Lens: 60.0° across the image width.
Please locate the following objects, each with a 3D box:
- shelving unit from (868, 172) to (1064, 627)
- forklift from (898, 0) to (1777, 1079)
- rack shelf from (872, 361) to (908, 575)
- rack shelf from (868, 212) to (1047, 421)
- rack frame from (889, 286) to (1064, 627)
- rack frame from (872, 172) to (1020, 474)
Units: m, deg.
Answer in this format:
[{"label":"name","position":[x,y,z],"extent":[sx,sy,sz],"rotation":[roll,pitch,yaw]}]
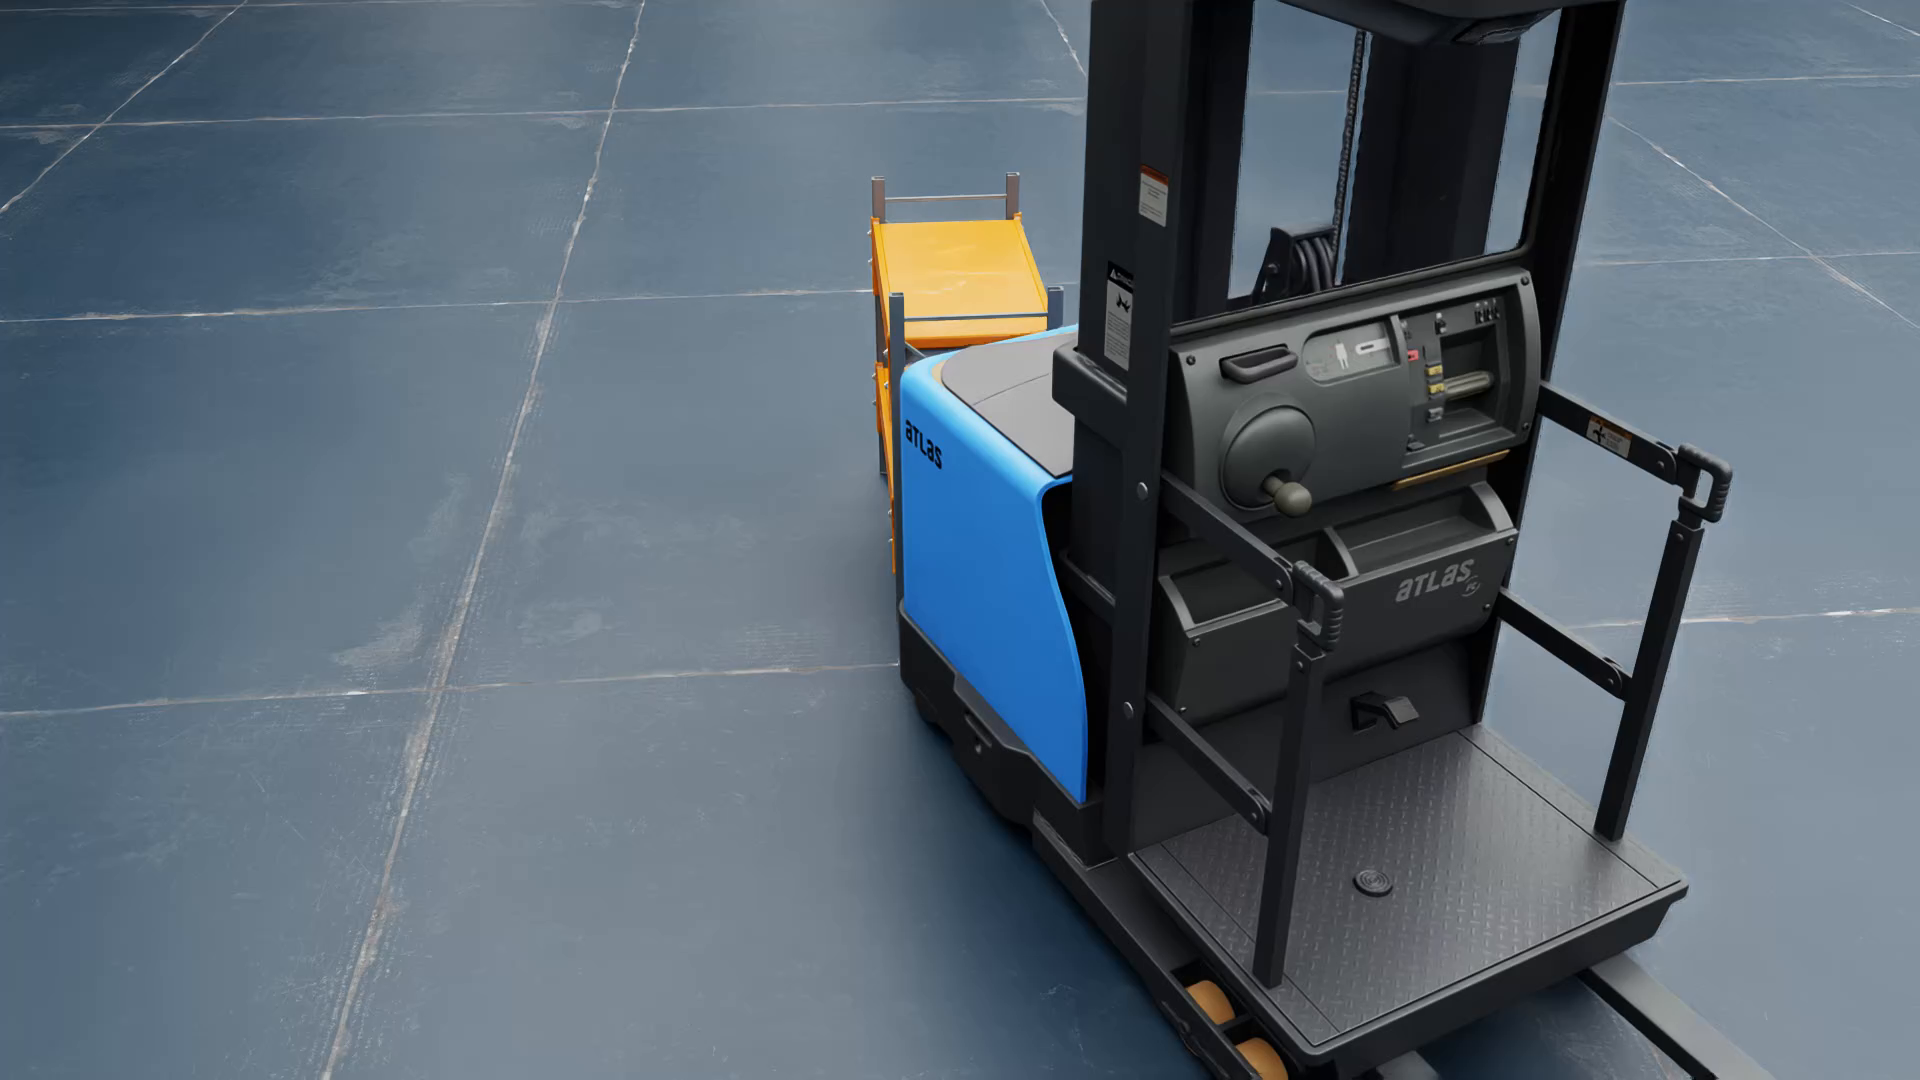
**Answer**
[{"label":"shelving unit","position":[-0.001,-0.486,5.467],"extent":[0.538,1.125,1.048],"rotation":[-3,31,-5]},{"label":"forklift","position":[0.957,-0.263,3.332],"extent":[1.130,2.935,3.031],"rotation":[-15,34,-24]},{"label":"rack shelf","position":[-0.001,-0.276,5.593],"extent":[0.538,0.278,1.000],"rotation":[-3,31,-5]},{"label":"rack shelf","position":[-0.001,-0.738,5.317],"extent":[0.538,0.278,1.000],"rotation":[-3,31,-5]},{"label":"rack frame","position":[0.047,-0.227,5.033],"extent":[0.500,1.125,0.032],"rotation":[-3,31,-5]},{"label":"rack frame","position":[-0.048,-0.746,5.902],"extent":[0.500,1.125,0.032],"rotation":[-3,31,-5]}]
